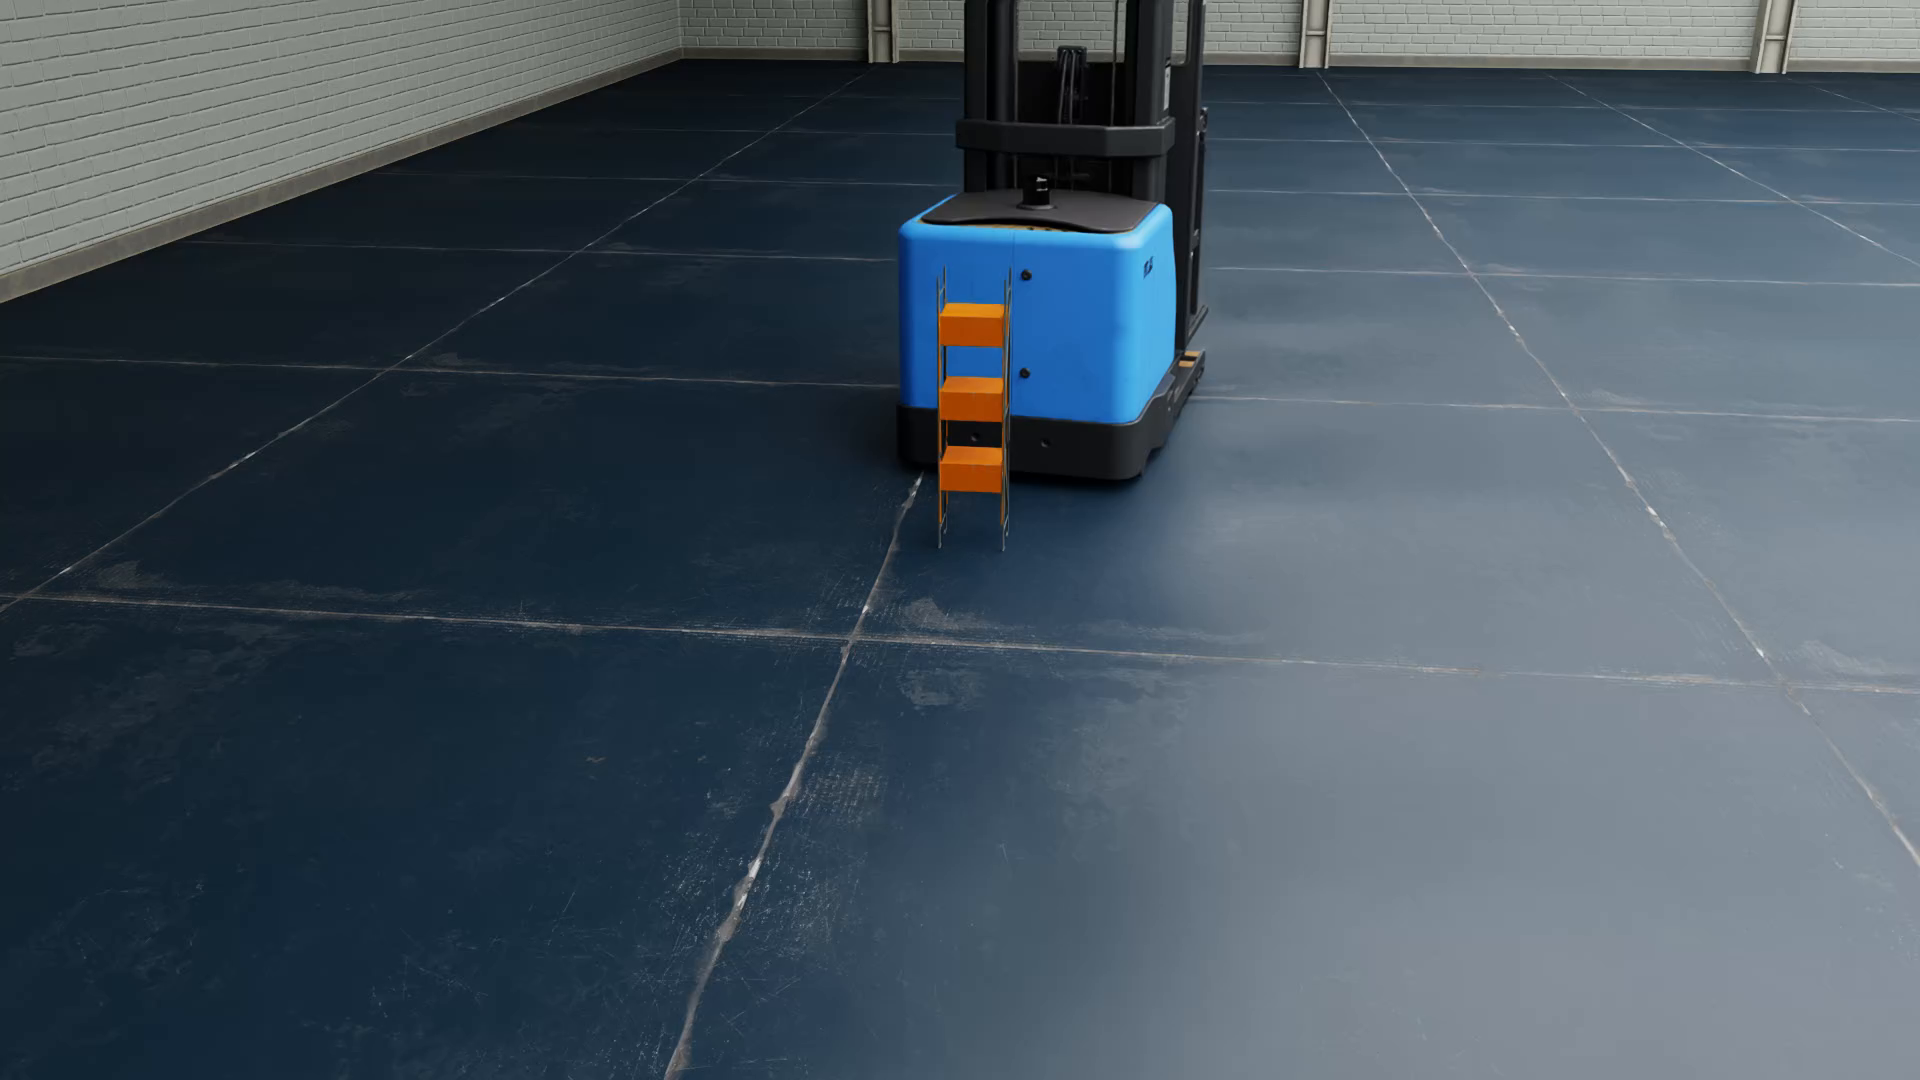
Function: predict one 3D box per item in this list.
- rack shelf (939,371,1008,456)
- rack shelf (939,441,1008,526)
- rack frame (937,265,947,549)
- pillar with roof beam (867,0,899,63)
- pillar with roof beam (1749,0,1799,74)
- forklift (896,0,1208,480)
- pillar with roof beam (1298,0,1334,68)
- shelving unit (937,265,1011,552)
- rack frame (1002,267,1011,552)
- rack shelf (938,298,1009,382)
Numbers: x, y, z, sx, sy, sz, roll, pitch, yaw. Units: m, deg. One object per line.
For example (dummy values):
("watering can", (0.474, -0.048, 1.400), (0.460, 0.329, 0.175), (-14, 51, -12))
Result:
("rack shelf", (0.053, -0.476, 6.245), (0.240, 0.259, 0.215), (2, 22, 6))
("rack shelf", (0.053, -0.218, 6.347), (0.240, 0.259, 0.215), (2, 22, 6))
("rack frame", (-0.068, -0.491, 6.254), (0.008, 1.050, 0.200), (2, 22, 6))
("pillar with roof beam", (-1.589, -9.414, 18.011), (0.400, 9.000, 9.100), (2, 22, 6))
("pillar with roof beam", (10.328, -8.894, 16.698), (0.400, 9.000, 9.100), (2, 22, 6))
("forklift", (0.622, -2.122, 7.820), (1.130, 2.935, 3.031), (6, 22, 15))
("pillar with roof beam", (4.370, -9.154, 17.355), (0.400, 9.000, 9.100), (2, 22, 6))
("shelving unit", (0.053, -0.486, 6.241), (0.252, 1.050, 0.215), (2, 22, 6))
("rack frame", (0.174, -0.481, 6.228), (0.008, 1.050, 0.200), (2, 22, 6))
("rack shelf", (0.053, -0.740, 6.141), (0.240, 0.259, 0.215), (2, 22, 6))
